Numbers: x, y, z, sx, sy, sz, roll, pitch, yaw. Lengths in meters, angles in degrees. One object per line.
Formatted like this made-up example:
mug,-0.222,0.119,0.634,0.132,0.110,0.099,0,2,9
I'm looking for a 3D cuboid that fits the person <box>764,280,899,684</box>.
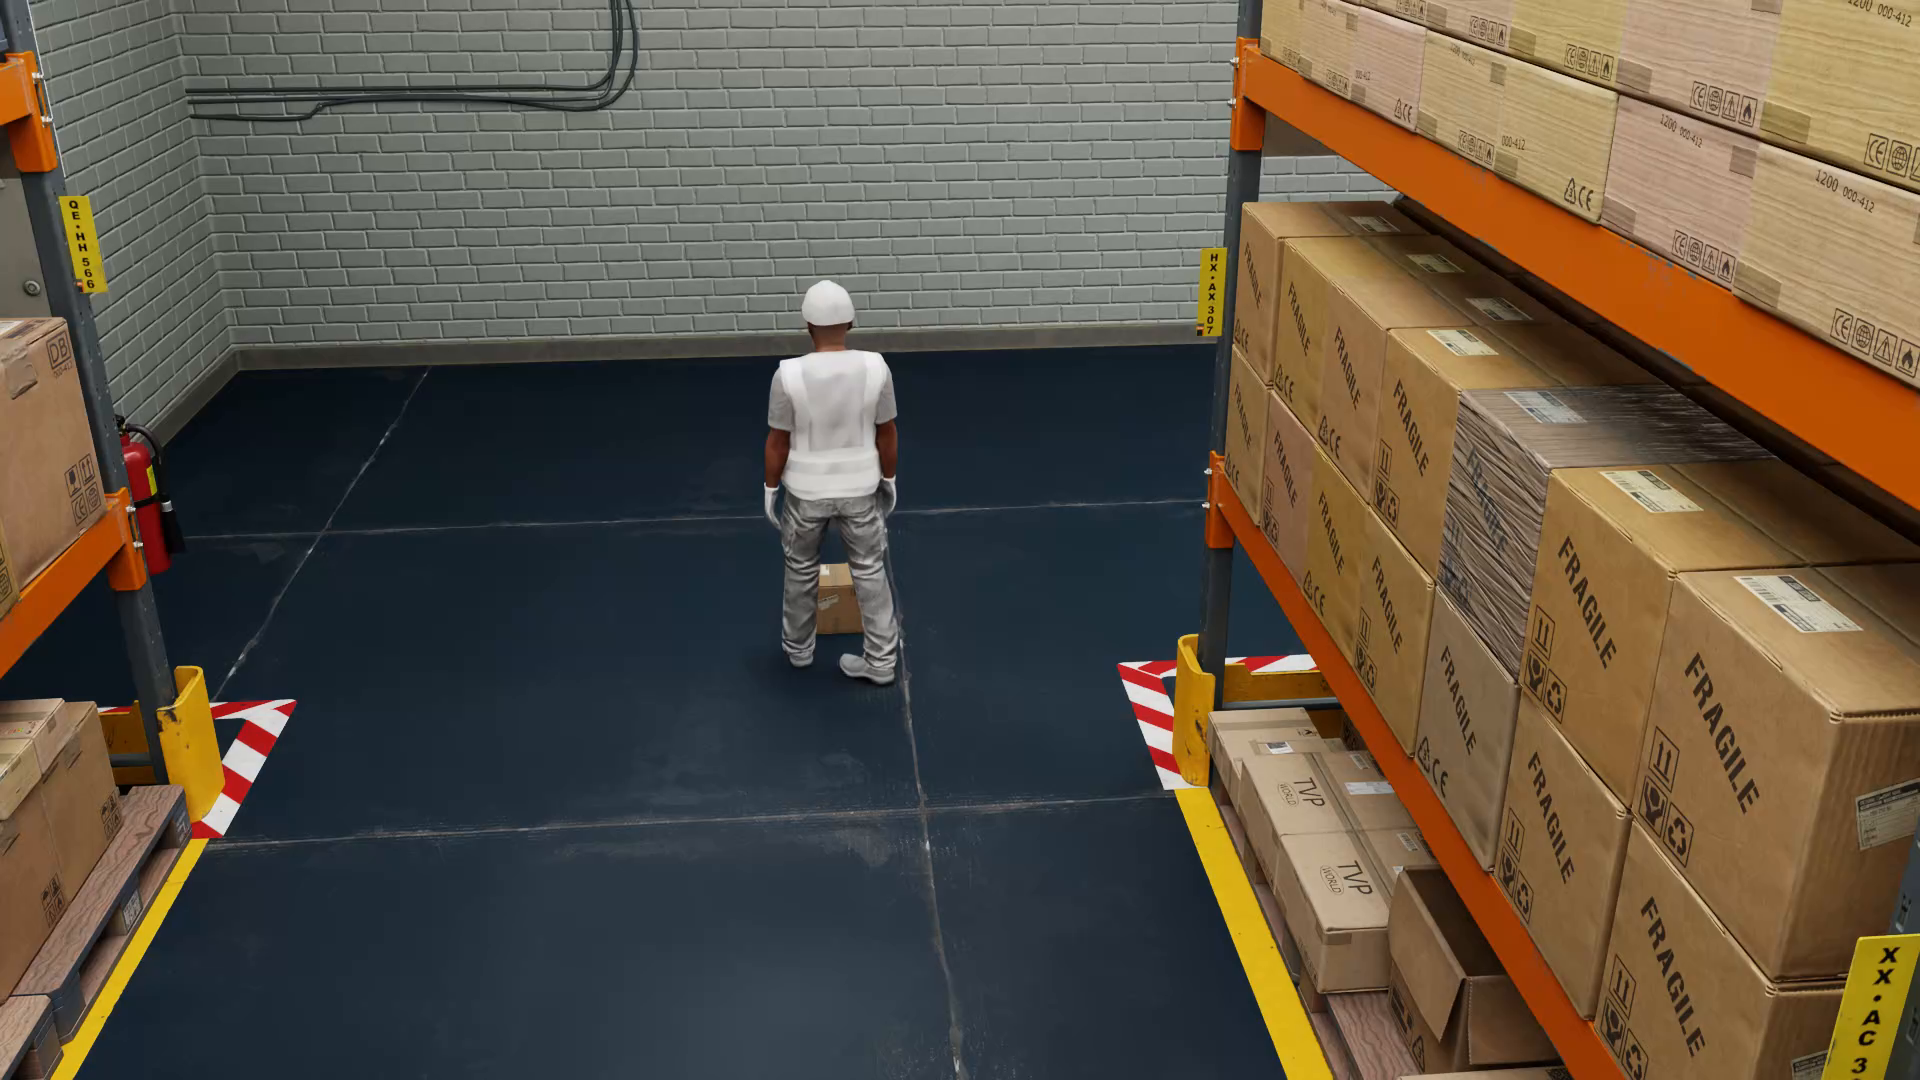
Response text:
person,-0.573,-0.259,7.163,0.573,1.788,0.578,-6,24,-14
